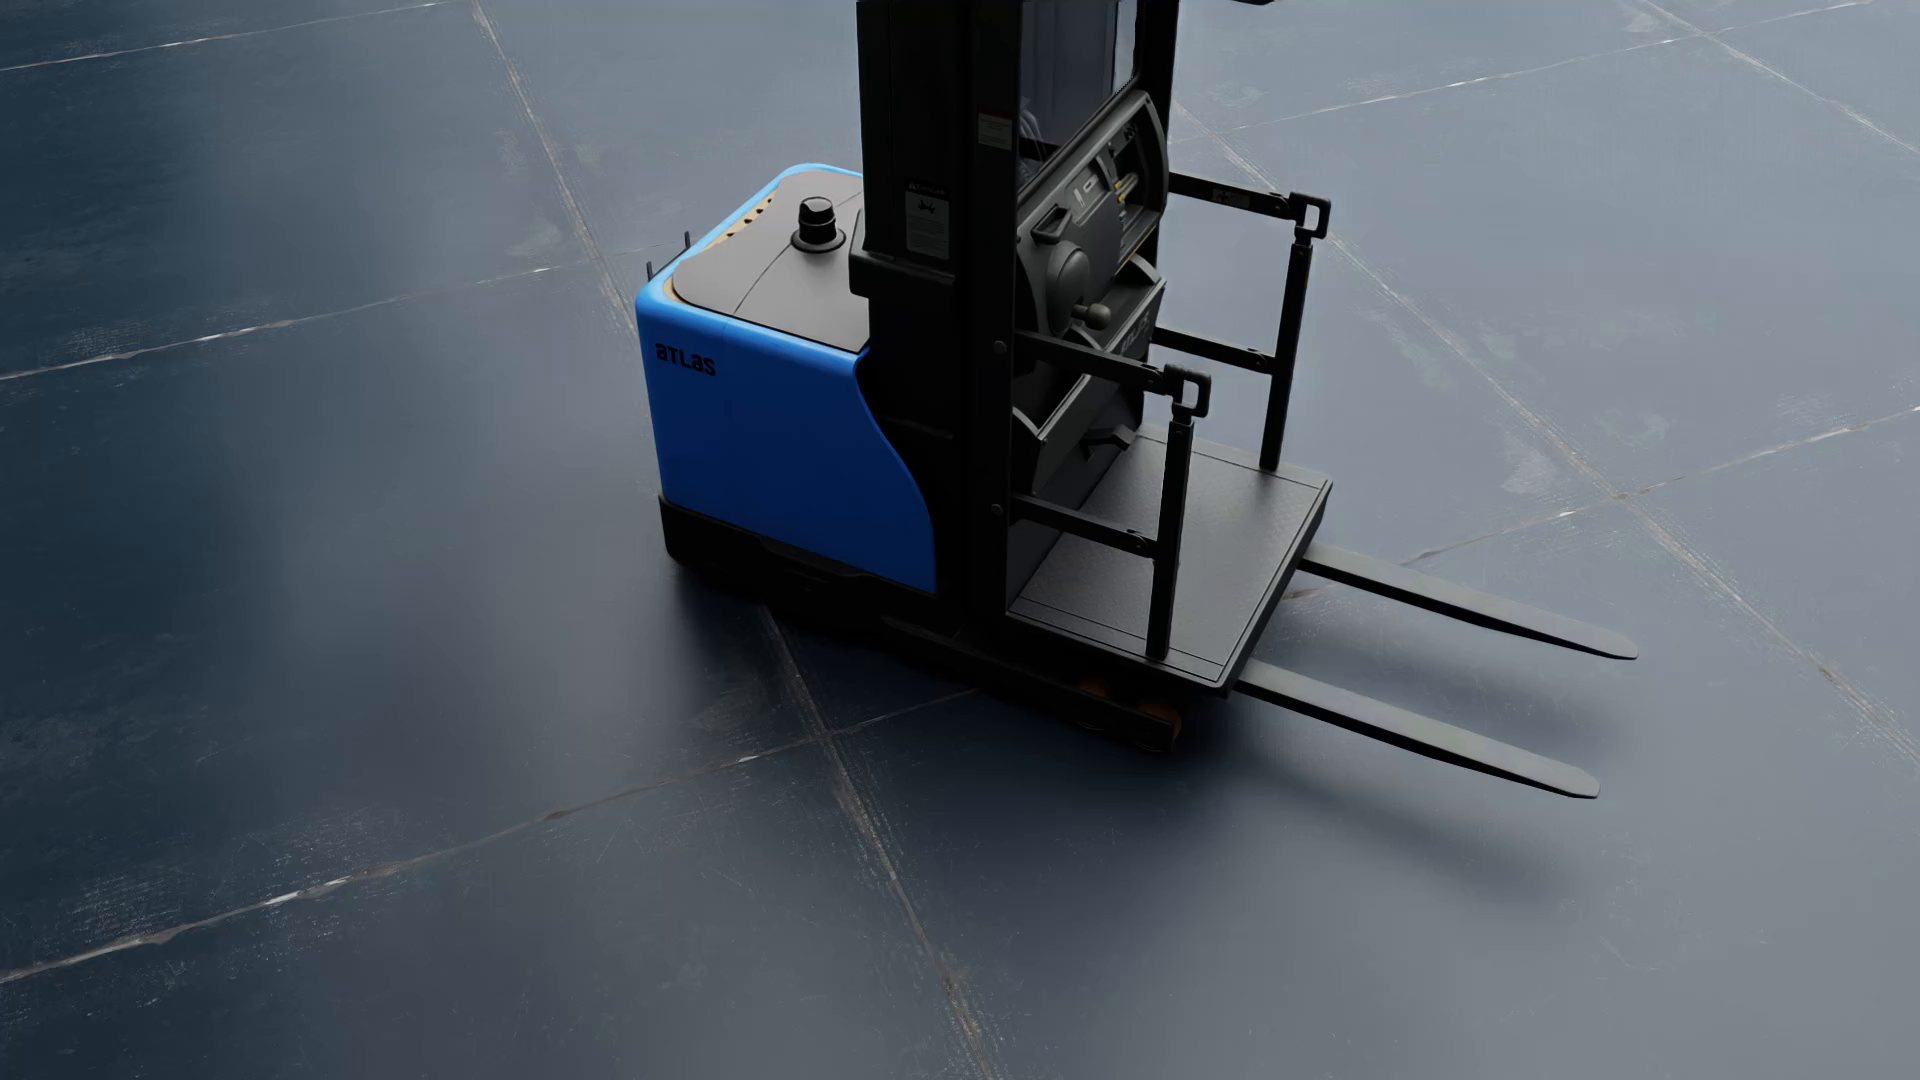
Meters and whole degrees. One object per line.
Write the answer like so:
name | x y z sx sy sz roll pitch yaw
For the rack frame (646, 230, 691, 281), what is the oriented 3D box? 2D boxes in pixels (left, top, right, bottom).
rack frame | -0.966 -0.630 5.792 0.006 0.900 0.240 18 44 20

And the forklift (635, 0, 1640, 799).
forklift | 0.557 -0.872 4.516 3.031 2.935 1.130 18 44 20

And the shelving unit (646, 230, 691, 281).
shelving unit | -0.876 -0.600 5.757 0.210 0.900 0.258 18 44 20
